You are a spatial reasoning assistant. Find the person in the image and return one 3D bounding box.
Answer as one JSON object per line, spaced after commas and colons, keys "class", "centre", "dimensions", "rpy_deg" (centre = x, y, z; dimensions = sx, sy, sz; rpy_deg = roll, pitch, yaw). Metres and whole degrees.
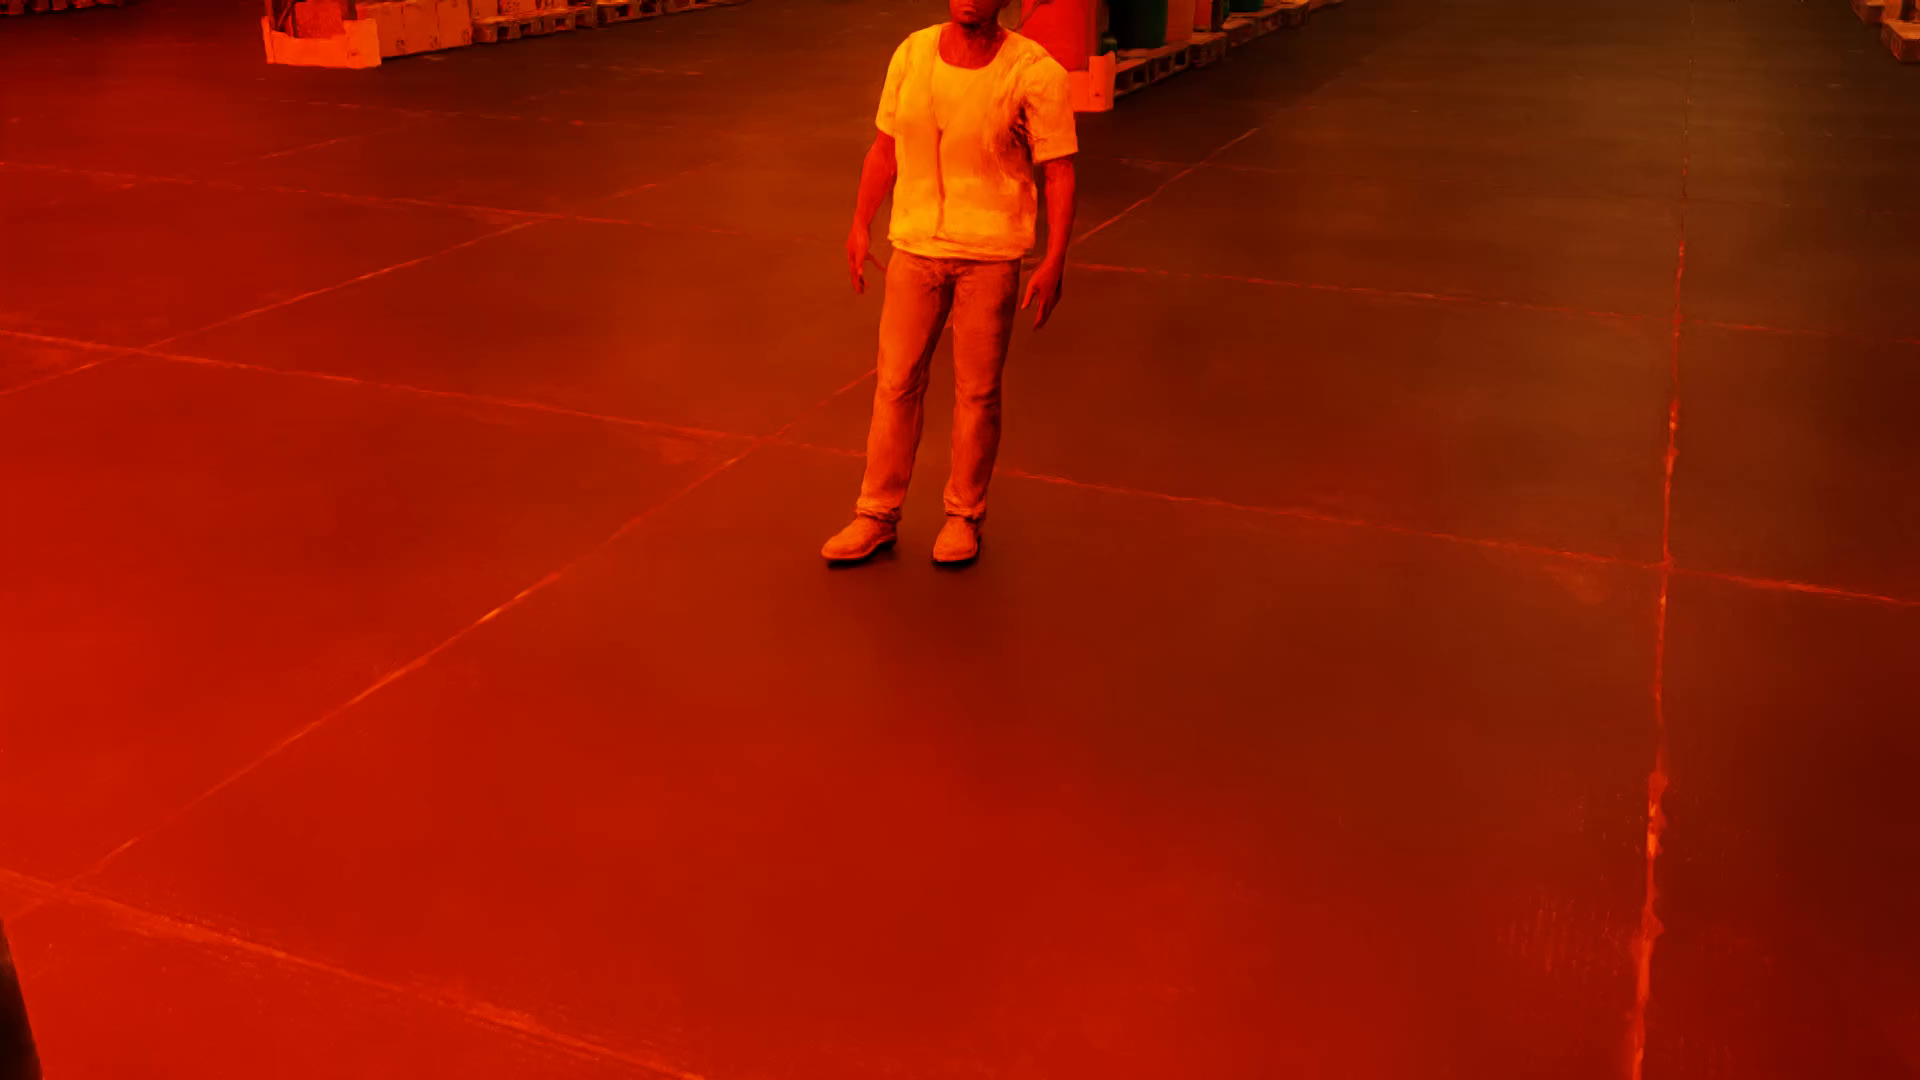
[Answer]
{"class": "person", "centre": [-0.032, -0.797, 4.692], "dimensions": [0.665, 1.766, 0.576], "rpy_deg": [9, 24, 21]}
